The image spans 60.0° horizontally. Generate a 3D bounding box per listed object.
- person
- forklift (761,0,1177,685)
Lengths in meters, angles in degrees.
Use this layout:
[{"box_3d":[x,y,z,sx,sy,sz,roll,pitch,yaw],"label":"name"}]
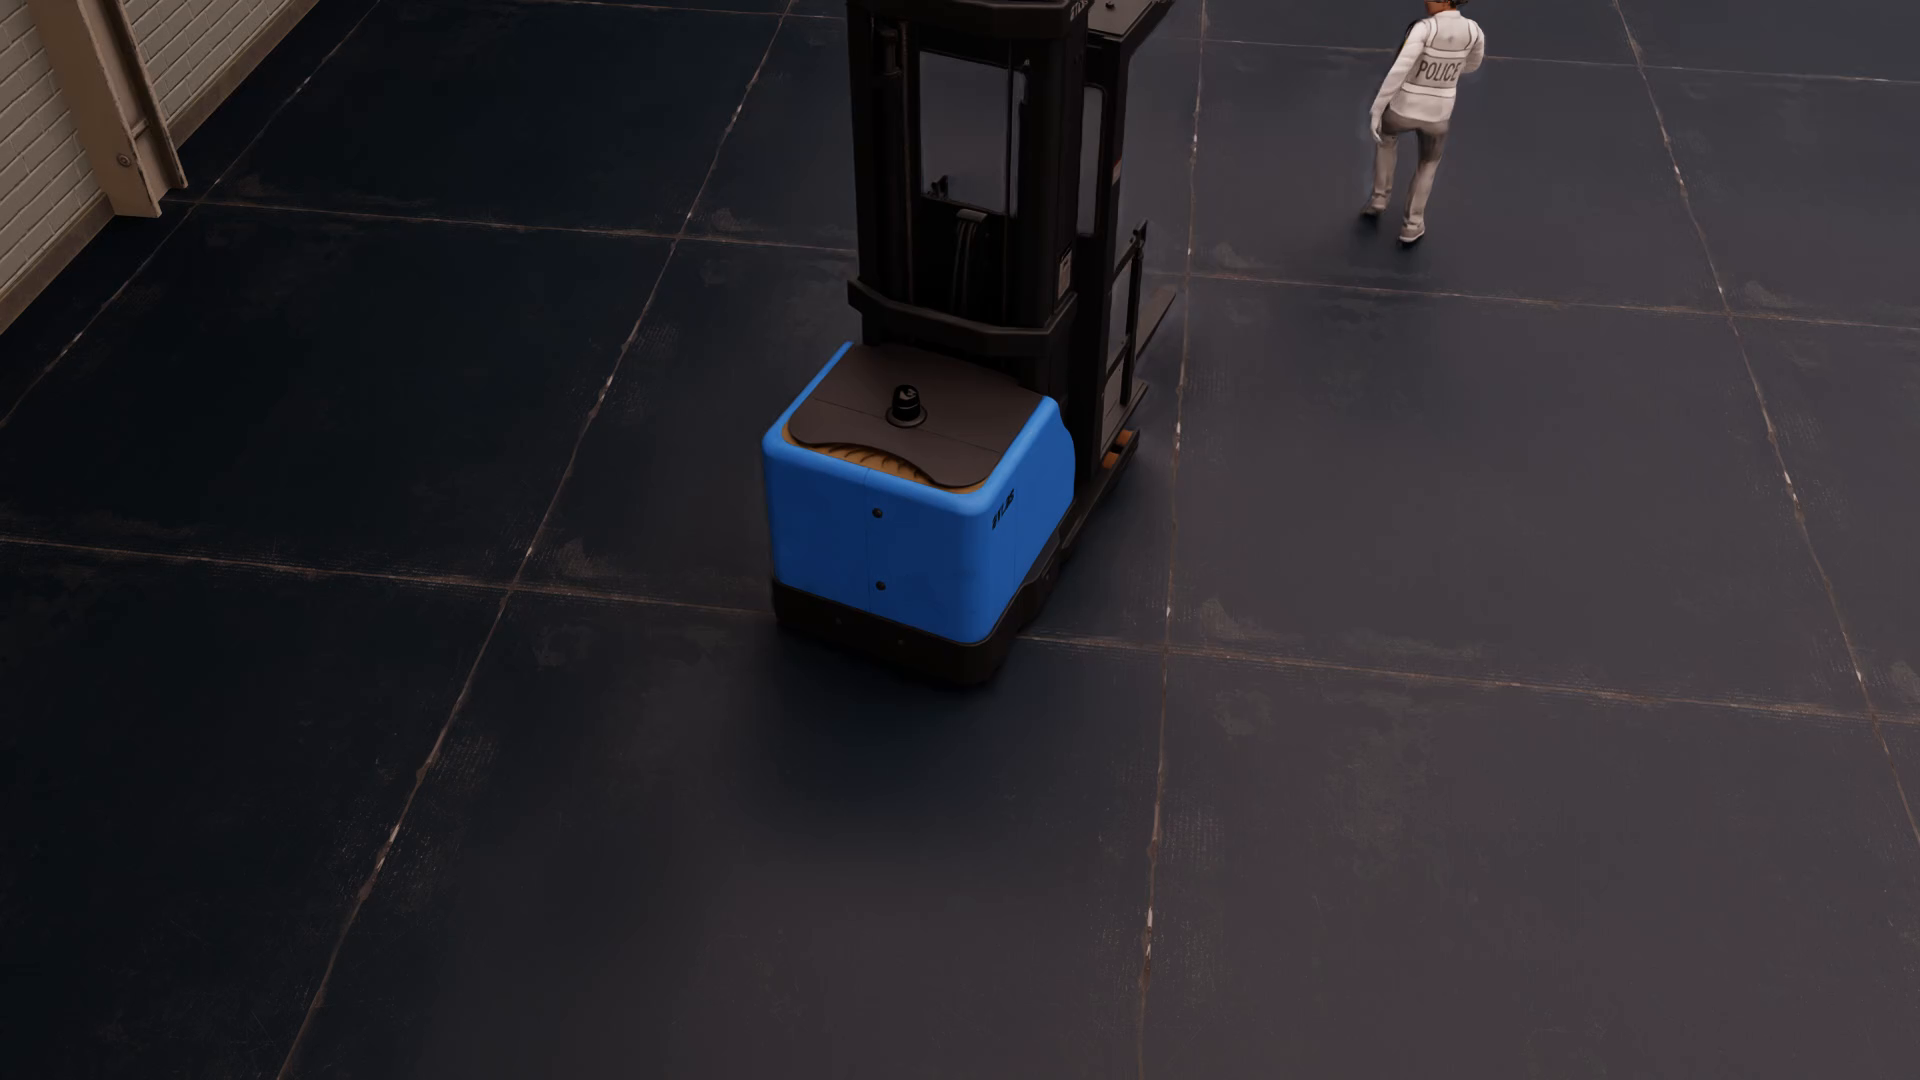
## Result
[{"box_3d":[2.583,-2.415,9.371,0.617,1.642,0.706,4,43,5],"label":"person"},{"box_3d":[0.245,-1.462,7.316,1.130,2.935,3.031,17,45,18],"label":"forklift"}]
